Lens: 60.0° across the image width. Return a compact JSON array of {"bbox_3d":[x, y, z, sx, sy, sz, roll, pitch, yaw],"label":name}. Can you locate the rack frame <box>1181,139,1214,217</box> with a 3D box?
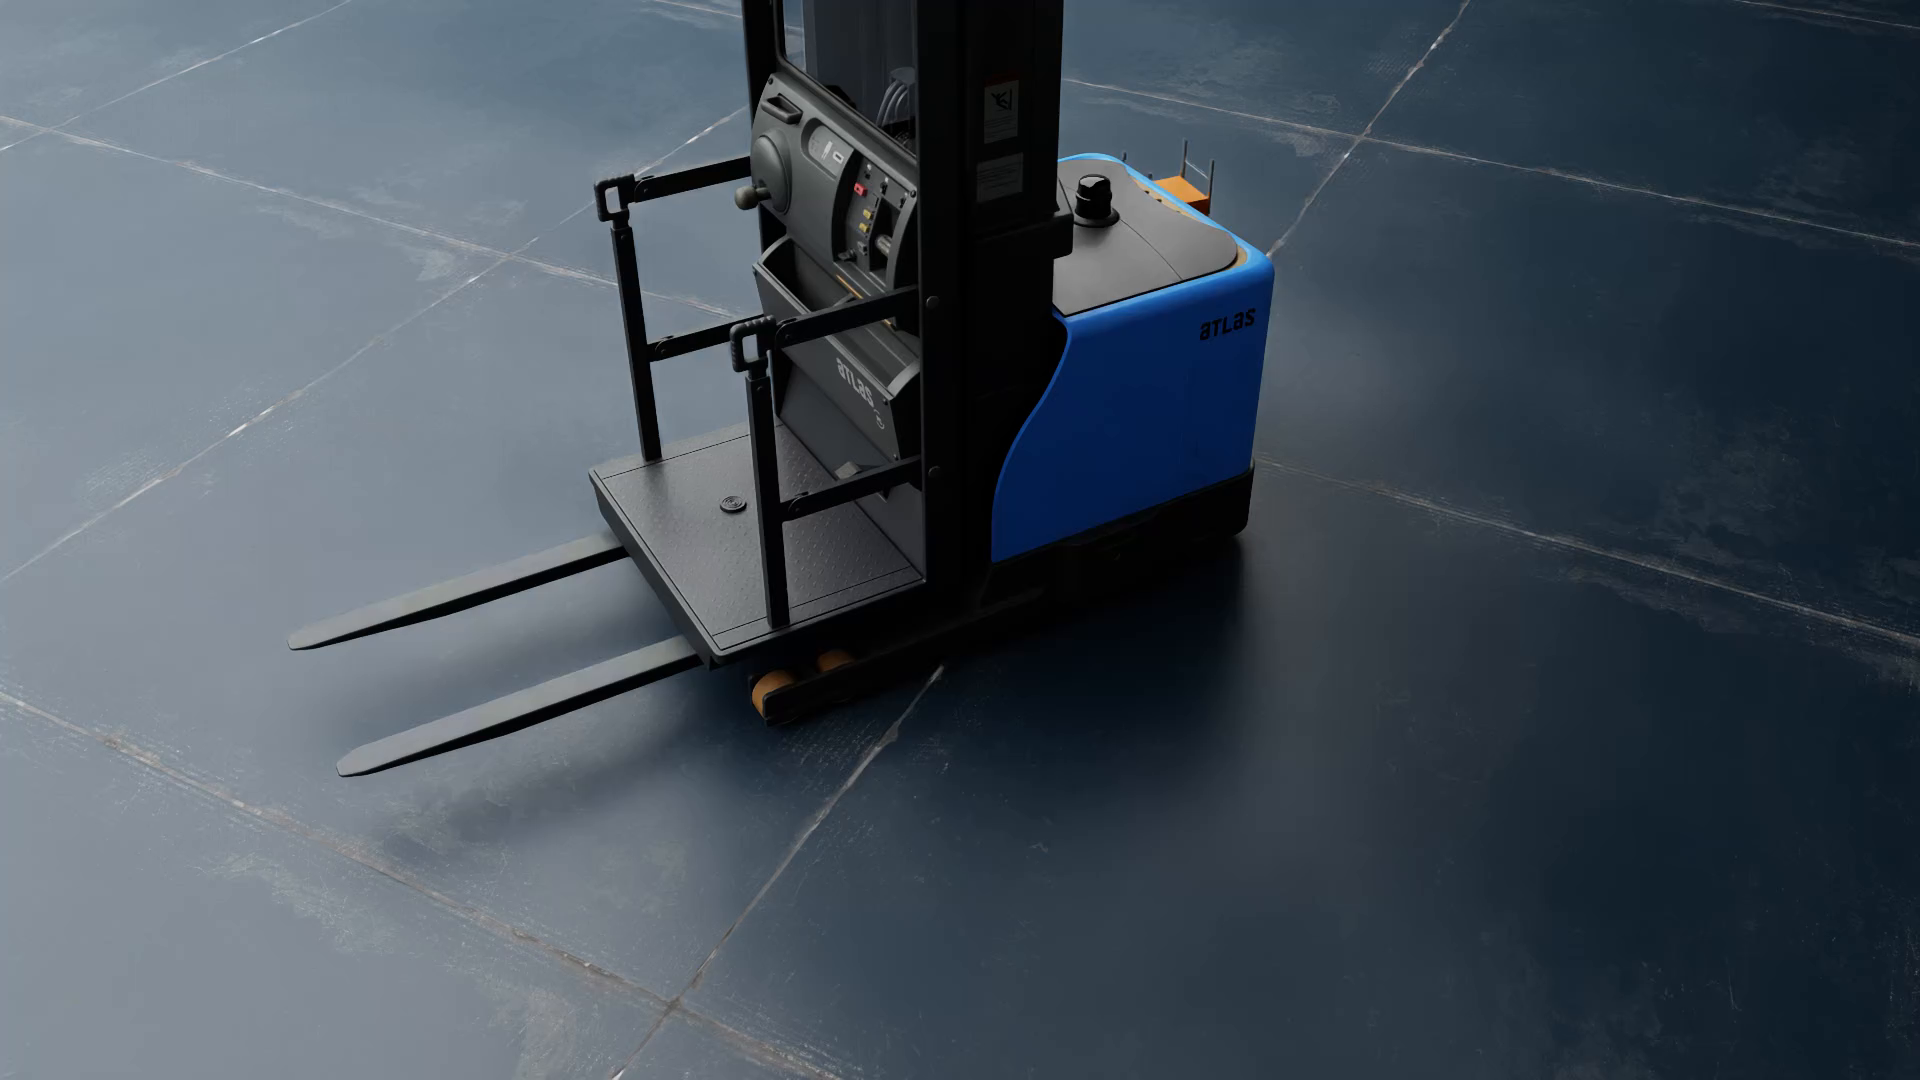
[{"bbox_3d":[0.838,-0.947,6.124,0.008,1.050,0.200,-16,40,-18],"label":"rack frame"}]

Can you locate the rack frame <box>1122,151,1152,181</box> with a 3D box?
[{"bbox_3d":[0.615,-0.885,6.047,0.008,1.050,0.200,-16,40,-18],"label":"rack frame"}]

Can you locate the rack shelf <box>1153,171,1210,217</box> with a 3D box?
[{"bbox_3d":[0.724,-1.133,5.920,0.240,0.259,0.215,-16,40,-18],"label":"rack shelf"}]

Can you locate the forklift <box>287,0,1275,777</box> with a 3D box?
[{"bbox_3d":[-0.545,-0.977,4.613,3.031,2.935,1.130,-19,41,-23],"label":"forklift"}]

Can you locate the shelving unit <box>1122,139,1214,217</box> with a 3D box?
[{"bbox_3d":[0.727,-0.916,6.086,0.252,1.050,0.215,-16,40,-18],"label":"shelving unit"}]
